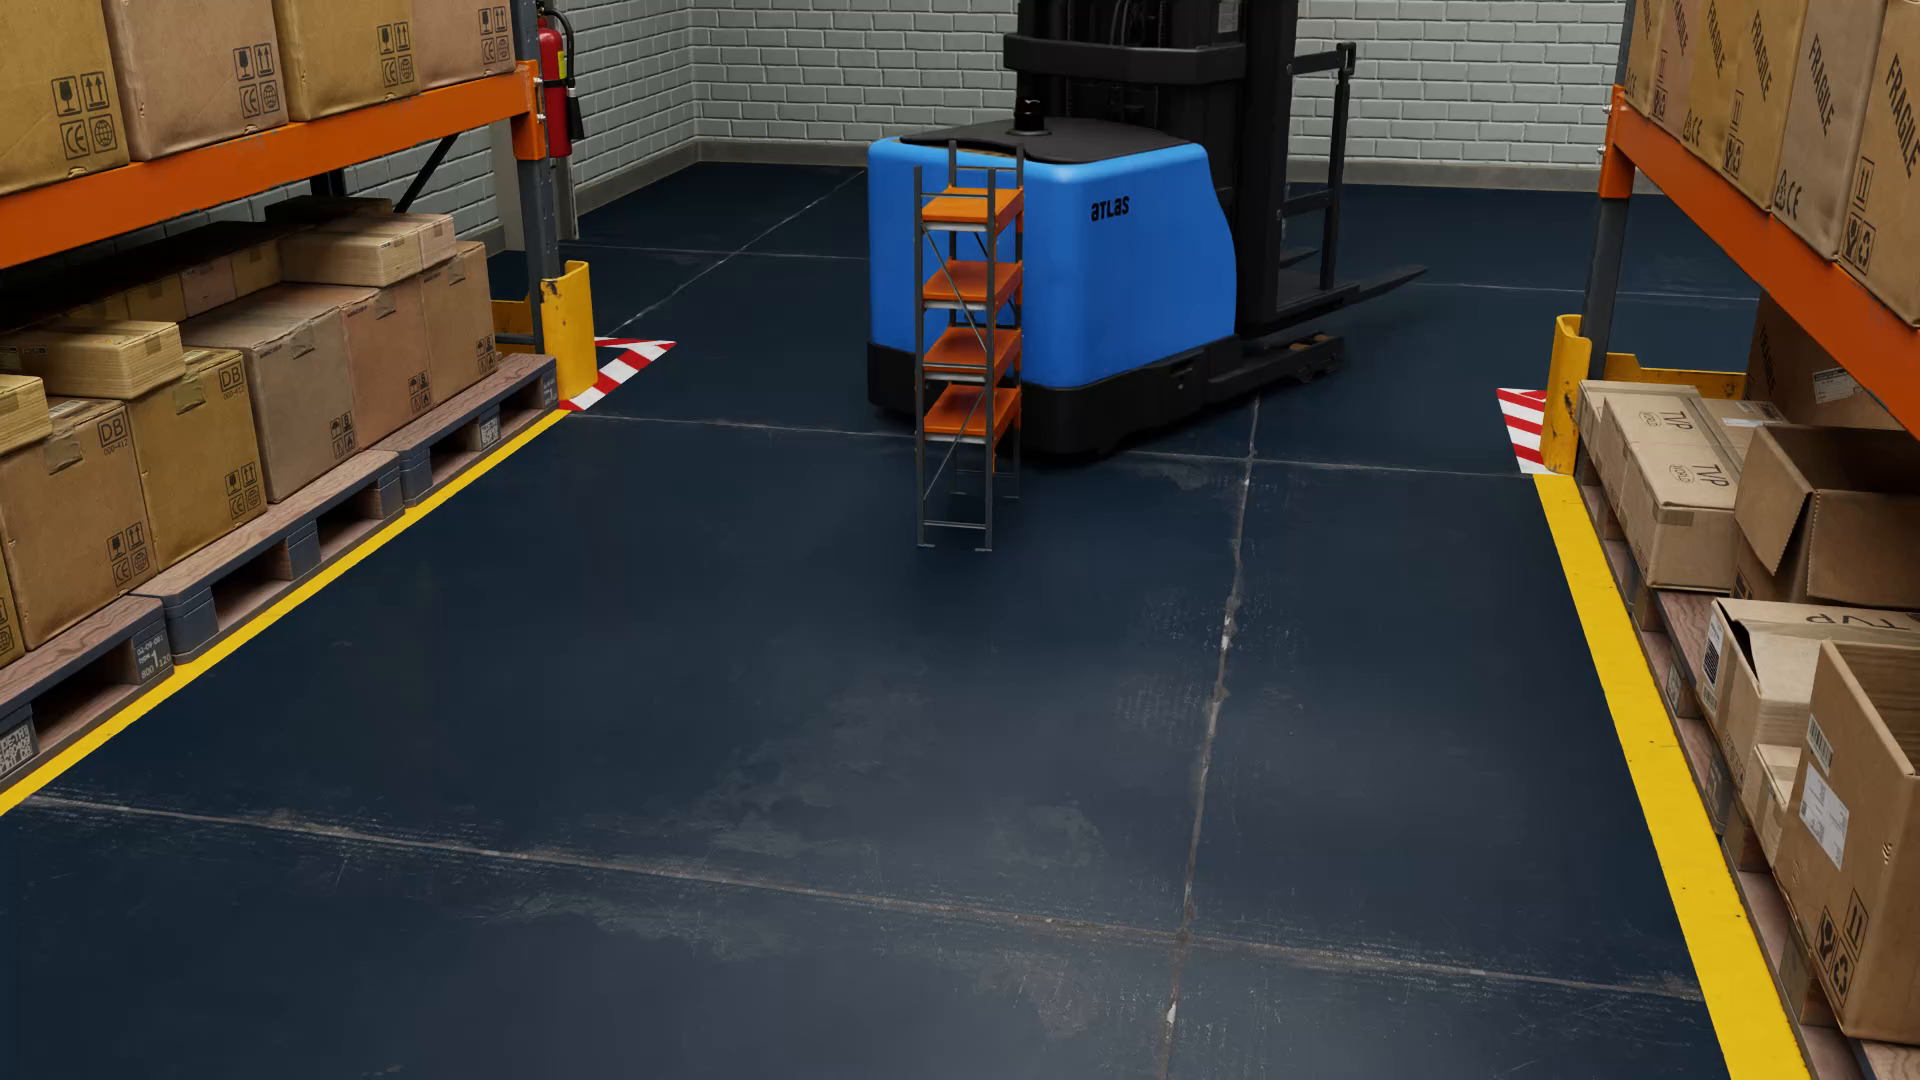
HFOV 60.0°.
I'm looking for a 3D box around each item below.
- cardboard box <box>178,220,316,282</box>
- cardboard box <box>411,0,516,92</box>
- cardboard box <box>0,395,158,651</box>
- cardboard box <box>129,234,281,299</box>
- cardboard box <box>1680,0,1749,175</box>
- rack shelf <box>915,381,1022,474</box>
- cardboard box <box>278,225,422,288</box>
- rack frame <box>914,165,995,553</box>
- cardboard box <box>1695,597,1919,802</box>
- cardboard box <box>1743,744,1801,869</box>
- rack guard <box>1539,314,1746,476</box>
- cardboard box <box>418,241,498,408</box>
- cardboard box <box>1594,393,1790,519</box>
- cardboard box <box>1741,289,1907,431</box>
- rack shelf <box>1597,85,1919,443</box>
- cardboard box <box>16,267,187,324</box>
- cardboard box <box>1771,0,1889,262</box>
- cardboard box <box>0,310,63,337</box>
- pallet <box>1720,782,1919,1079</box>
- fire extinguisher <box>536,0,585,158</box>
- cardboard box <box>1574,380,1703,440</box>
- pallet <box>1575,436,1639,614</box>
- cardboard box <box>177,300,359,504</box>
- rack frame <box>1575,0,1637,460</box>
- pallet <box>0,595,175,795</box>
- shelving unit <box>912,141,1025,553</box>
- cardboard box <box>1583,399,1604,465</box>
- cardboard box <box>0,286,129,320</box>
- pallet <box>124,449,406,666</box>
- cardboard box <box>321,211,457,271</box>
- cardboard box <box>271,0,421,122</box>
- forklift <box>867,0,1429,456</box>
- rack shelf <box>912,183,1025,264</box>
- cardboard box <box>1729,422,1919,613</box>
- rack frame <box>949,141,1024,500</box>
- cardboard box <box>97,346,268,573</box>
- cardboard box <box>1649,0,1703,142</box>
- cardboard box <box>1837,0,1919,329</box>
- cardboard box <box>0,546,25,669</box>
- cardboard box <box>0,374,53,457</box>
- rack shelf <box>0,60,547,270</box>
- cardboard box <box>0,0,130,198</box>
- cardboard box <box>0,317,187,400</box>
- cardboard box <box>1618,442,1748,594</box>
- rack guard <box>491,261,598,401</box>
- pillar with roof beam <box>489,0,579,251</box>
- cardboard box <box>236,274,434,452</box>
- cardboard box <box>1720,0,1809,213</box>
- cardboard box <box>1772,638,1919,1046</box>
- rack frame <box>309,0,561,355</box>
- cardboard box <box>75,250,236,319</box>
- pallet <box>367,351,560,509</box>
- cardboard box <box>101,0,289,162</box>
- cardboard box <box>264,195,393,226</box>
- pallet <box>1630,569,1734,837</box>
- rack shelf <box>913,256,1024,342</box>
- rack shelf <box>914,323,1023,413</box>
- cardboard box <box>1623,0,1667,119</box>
[{"bbox_3d":[-2.444,-0.998,5.732,0.380,0.149,0.250,5,22,11],"label":"cardboard box"},{"bbox_3d":[-2.221,-2.002,5.907,0.980,0.700,0.700,5,23,13],"label":"cardboard box"},{"bbox_3d":[-2.584,-0.071,4.299,0.700,0.500,0.500,4,22,10],"label":"cardboard box"},{"bbox_3d":[-2.496,-0.906,5.504,0.380,0.149,0.250,5,22,11],"label":"cardboard box"},{"bbox_3d":[2.169,-1.205,4.197,0.500,0.500,0.500,4,22,11],"label":"cardboard box"},{"bbox_3d":[0.034,-0.371,5.379,0.258,0.148,0.480,4,22,11],"label":"rack shelf"},{"bbox_3d":[-2.071,-0.968,5.657,0.380,0.149,0.250,5,22,12],"label":"cardboard box"},{"bbox_3d":[-0.016,-0.528,5.058,0.240,1.200,0.015,4,22,11],"label":"rack frame"},{"bbox_3d":[1.899,0.328,3.533,0.500,0.311,0.500,4,22,11],"label":"cardboard box"},{"bbox_3d":[1.764,0.536,3.235,0.380,0.149,0.250,4,22,11],"label":"cardboard box"},{"bbox_3d":[2.708,-0.486,5.891,1.175,0.500,0.348,4,22,11],"label":"rack guard"},{"bbox_3d":[-2.172,-0.821,6.162,0.700,0.500,0.500,4,22,11],"label":"cardboard box"},{"bbox_3d":[2.233,-0.242,5.031,0.500,0.250,0.500,4,22,11],"label":"cardboard box"},{"bbox_3d":[2.854,-0.500,5.338,0.500,0.500,0.500,4,22,11],"label":"cardboard box"},{"bbox_3d":[2.315,-0.608,3.812,1.077,0.370,4.000,4,22,11],"label":"rack shelf"},{"bbox_3d":[-2.599,-0.719,5.040,0.380,0.149,0.250,5,22,11],"label":"cardboard box"},{"bbox_3d":[1.964,-0.836,3.280,0.500,0.500,0.500,5,22,12],"label":"cardboard box"},{"bbox_3d":[-2.703,-0.532,4.576,0.380,0.149,0.250,5,22,11],"label":"cardboard box"},{"bbox_3d":[2.048,0.832,3.006,1.003,0.211,1.213,4,22,11],"label":"pallet"},{"bbox_3d":[-1.644,-1.861,6.561,0.296,0.674,0.183,4,22,11],"label":"fire extinguisher"},{"bbox_3d":[2.302,-0.428,5.629,0.380,0.149,0.250,4,22,11],"label":"cardboard box"},{"bbox_3d":[2.546,-0.060,5.221,1.003,0.211,1.213,4,22,11],"label":"pallet"},{"bbox_3d":[-2.376,-0.454,5.250,0.700,0.500,0.500,4,22,9],"label":"cardboard box"},{"bbox_3d":[2.723,-1.673,5.493,1.000,3.000,0.127,4,22,11],"label":"rack frame"},{"bbox_3d":[-2.711,0.435,3.992,1.003,0.211,1.213,4,22,11],"label":"pallet"},{"bbox_3d":[0.034,-0.617,5.280,0.258,1.200,0.503,4,22,11],"label":"shelving unit"},{"bbox_3d":[2.251,-0.345,5.398,0.380,0.166,0.250,4,22,11],"label":"cardboard box"},{"bbox_3d":[-2.651,-0.627,4.810,0.380,0.149,0.250,4,22,10],"label":"cardboard box"},{"bbox_3d":[-2.464,-0.013,5.103,1.003,0.211,1.213,4,22,11],"label":"pallet"},{"bbox_3d":[-2.019,-1.061,5.889,0.380,0.149,0.250,4,22,10],"label":"cardboard box"},{"bbox_3d":[-2.359,-1.735,5.244,0.980,0.700,0.700,4,22,10],"label":"cardboard box"},{"bbox_3d":[1.001,-2.133,6.726,1.130,2.935,3.031,19,28,38],"label":"forklift"},{"bbox_3d":[0.034,-0.982,5.133,0.258,0.148,0.480,4,22,11],"label":"rack shelf"},{"bbox_3d":[2.286,0.056,3.952,0.797,0.503,0.637,4,22,11],"label":"cardboard box"},{"bbox_3d":[0.084,-0.706,5.501,0.240,1.200,0.015,4,22,11],"label":"rack frame"},{"bbox_3d":[-2.477,-0.259,4.765,0.700,0.500,0.500,5,22,12],"label":"cardboard box"},{"bbox_3d":[2.275,-1.389,4.652,0.500,0.500,0.500,4,22,10],"label":"cardboard box"},{"bbox_3d":[1.862,-0.648,2.813,0.500,0.500,0.500,5,22,12],"label":"cardboard box"},{"bbox_3d":[-2.690,0.112,3.844,0.700,0.500,0.500,5,22,12],"label":"cardboard box"},{"bbox_3d":[-2.441,-0.300,3.999,0.380,0.149,0.250,5,23,13],"label":"cardboard box"},{"bbox_3d":[-2.535,-0.985,4.746,1.077,0.370,4.000,4,22,11],"label":"rack shelf"},{"bbox_3d":[-2.662,-1.190,3.891,0.980,0.700,0.700,4,22,10],"label":"cardboard box"},{"bbox_3d":[-2.335,-0.491,4.473,0.380,0.149,0.250,4,22,9],"label":"cardboard box"},{"bbox_3d":[2.131,-0.059,4.577,0.500,0.250,0.500,4,22,11],"label":"cardboard box"},{"bbox_3d":[-2.122,-0.899,6.916,1.175,0.500,0.348,4,22,11],"label":"rack guard"},{"bbox_3d":[1.792,-5.558,7.108,9.100,9.000,0.400,4,22,11],"label":"pillar with roof beam"},{"bbox_3d":[-2.274,-0.638,5.707,0.700,0.500,0.500,4,22,11],"label":"cardboard box"},{"bbox_3d":[2.066,-1.022,3.743,0.500,0.500,0.500,5,22,12],"label":"cardboard box"},{"bbox_3d":[1.746,0.515,2.817,0.500,0.500,0.500,4,22,11],"label":"cardboard box"},{"bbox_3d":[-2.127,-2.050,6.428,1.000,3.000,0.127,4,22,11],"label":"rack frame"},{"bbox_3d":[-2.547,-0.813,5.273,0.380,0.149,0.250,5,22,12],"label":"cardboard box"},{"bbox_3d":[-2.213,-0.458,6.208,1.003,0.211,1.213,4,22,11],"label":"pallet"},{"bbox_3d":[-2.523,-1.456,4.553,0.980,0.700,0.700,3,22,8],"label":"cardboard box"},{"bbox_3d":[-2.342,-1.183,6.192,0.380,0.149,0.250,5,22,11],"label":"cardboard box"},{"bbox_3d":[2.295,0.384,4.117,1.003,0.211,1.213,4,22,11],"label":"pallet"},{"bbox_3d":[0.034,-0.762,5.221,0.258,0.148,0.480,4,22,11],"label":"rack shelf"},{"bbox_3d":[0.034,-0.555,5.305,0.258,0.148,0.480,4,22,11],"label":"rack shelf"},{"bbox_3d":[2.375,-1.578,5.122,0.500,0.500,0.500,5,22,12],"label":"cardboard box"}]
